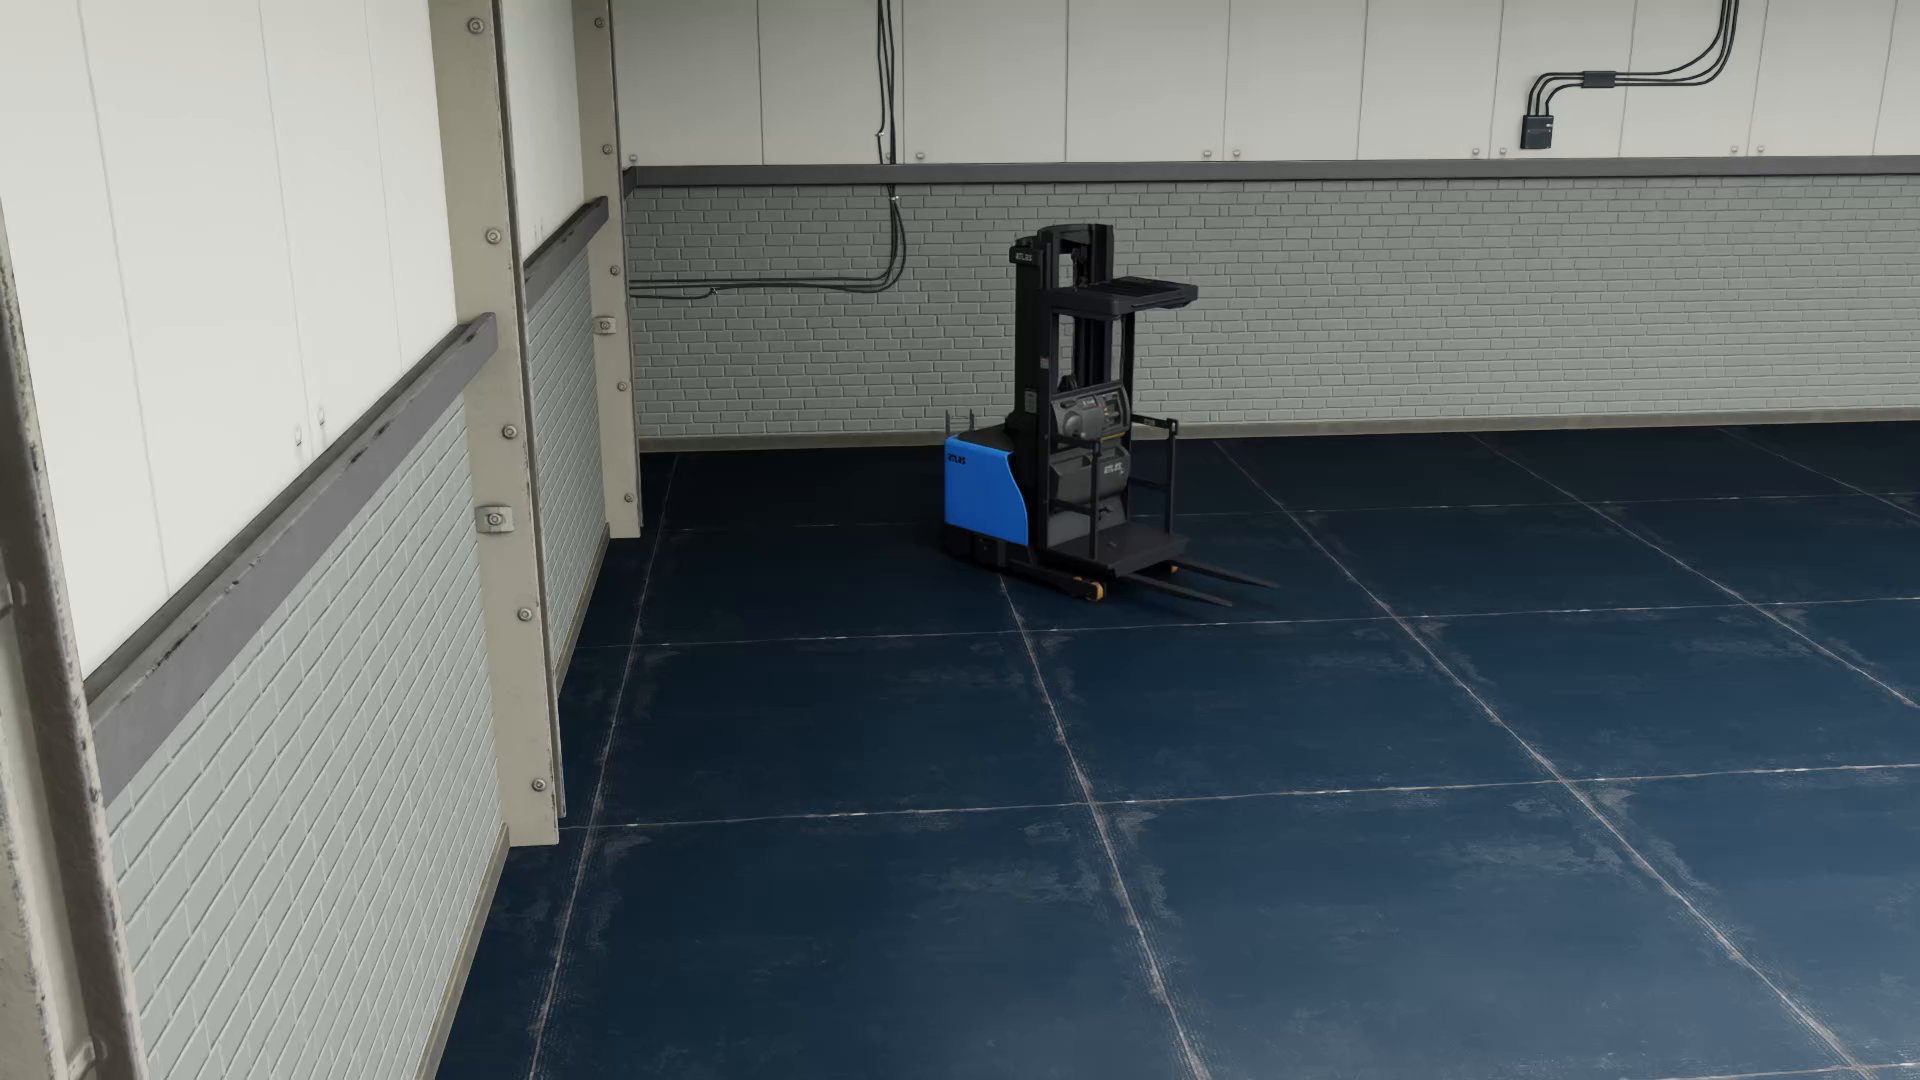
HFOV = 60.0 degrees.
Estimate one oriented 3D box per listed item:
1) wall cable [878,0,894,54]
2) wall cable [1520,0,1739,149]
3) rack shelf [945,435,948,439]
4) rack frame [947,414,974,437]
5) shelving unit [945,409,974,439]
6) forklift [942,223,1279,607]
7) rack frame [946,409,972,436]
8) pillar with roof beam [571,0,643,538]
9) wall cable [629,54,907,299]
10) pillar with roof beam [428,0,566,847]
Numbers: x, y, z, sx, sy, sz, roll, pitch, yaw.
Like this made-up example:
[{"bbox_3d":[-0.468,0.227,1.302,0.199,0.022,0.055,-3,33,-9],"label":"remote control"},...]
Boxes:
[{"bbox_3d":[0.579,-6.303,17.056,3.097,2.526,0.112,-2,18,-6],"label":"wall cable"},{"bbox_3d":[7.332,-7.203,17.491,2.305,6.003,0.169,-2,18,-6],"label":"wall cable"},{"bbox_3d":[-0.002,-0.878,14.989,0.258,0.103,0.180,-2,18,-6],"label":"rack shelf"},{"bbox_3d":[0.008,-0.550,14.997,0.240,1.200,0.006,-2,18,-6],"label":"rack frame"},{"bbox_3d":[-0.002,-0.577,15.084,0.258,1.200,0.189,-2,18,-6],"label":"shelving unit"},{"bbox_3d":[1.246,-1.064,13.746,3.031,2.935,1.130,16,24,42],"label":"forklift"},{"bbox_3d":[-0.011,-0.604,15.171,0.240,1.200,0.006,-2,18,-6],"label":"rack frame"},{"bbox_3d":[1.158,-4.506,14.579,9.100,9.000,0.400,-2,18,-6],"label":"pillar with roof beam"},{"bbox_3d":[-2.112,-3.810,17.546,3.097,2.526,0.112,-2,18,-6],"label":"wall cable"},{"bbox_3d":[1.777,-2.718,8.885,9.100,9.000,0.400,-2,18,-6],"label":"pillar with roof beam"}]
